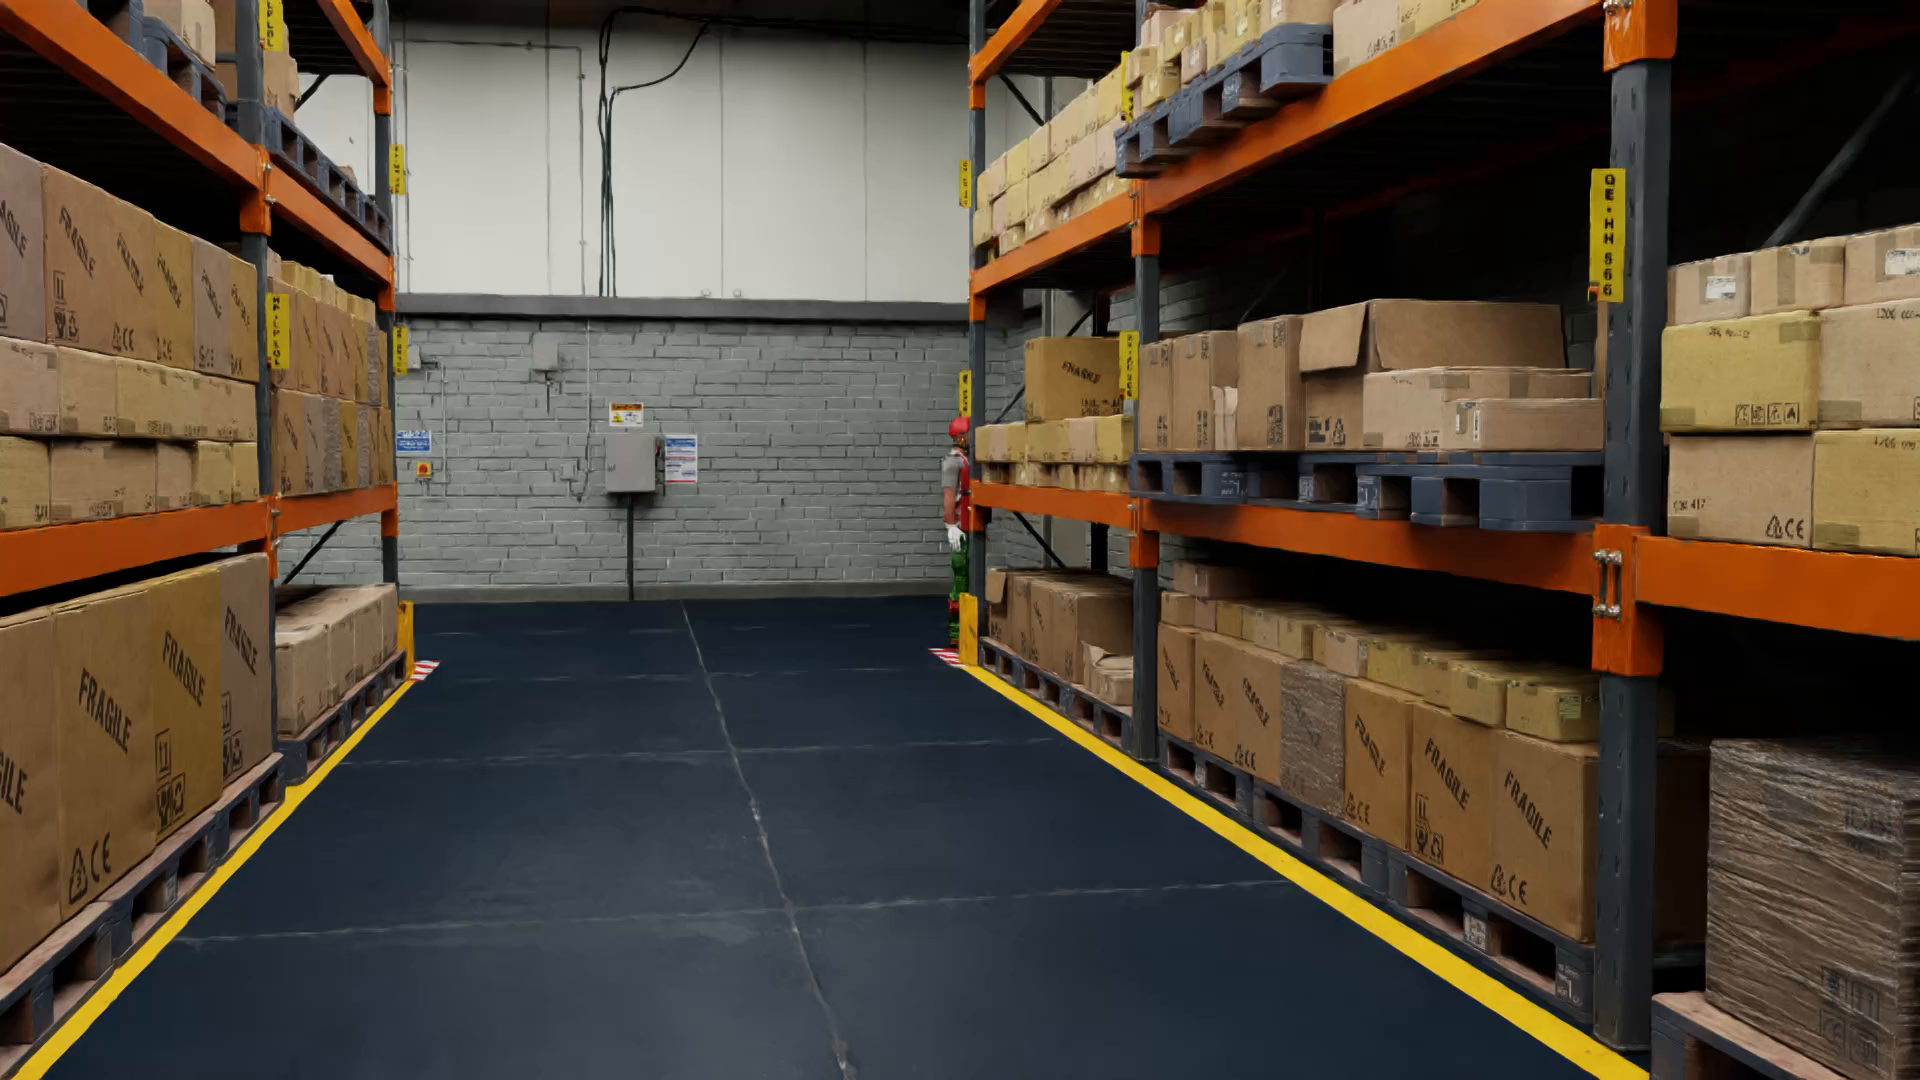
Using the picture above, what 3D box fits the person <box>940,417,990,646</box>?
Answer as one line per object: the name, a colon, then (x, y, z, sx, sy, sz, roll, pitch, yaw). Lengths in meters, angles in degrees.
person: (0.066, -0.074, 13.051, 0.393, 1.798, 0.682, 1, 3, 19)
